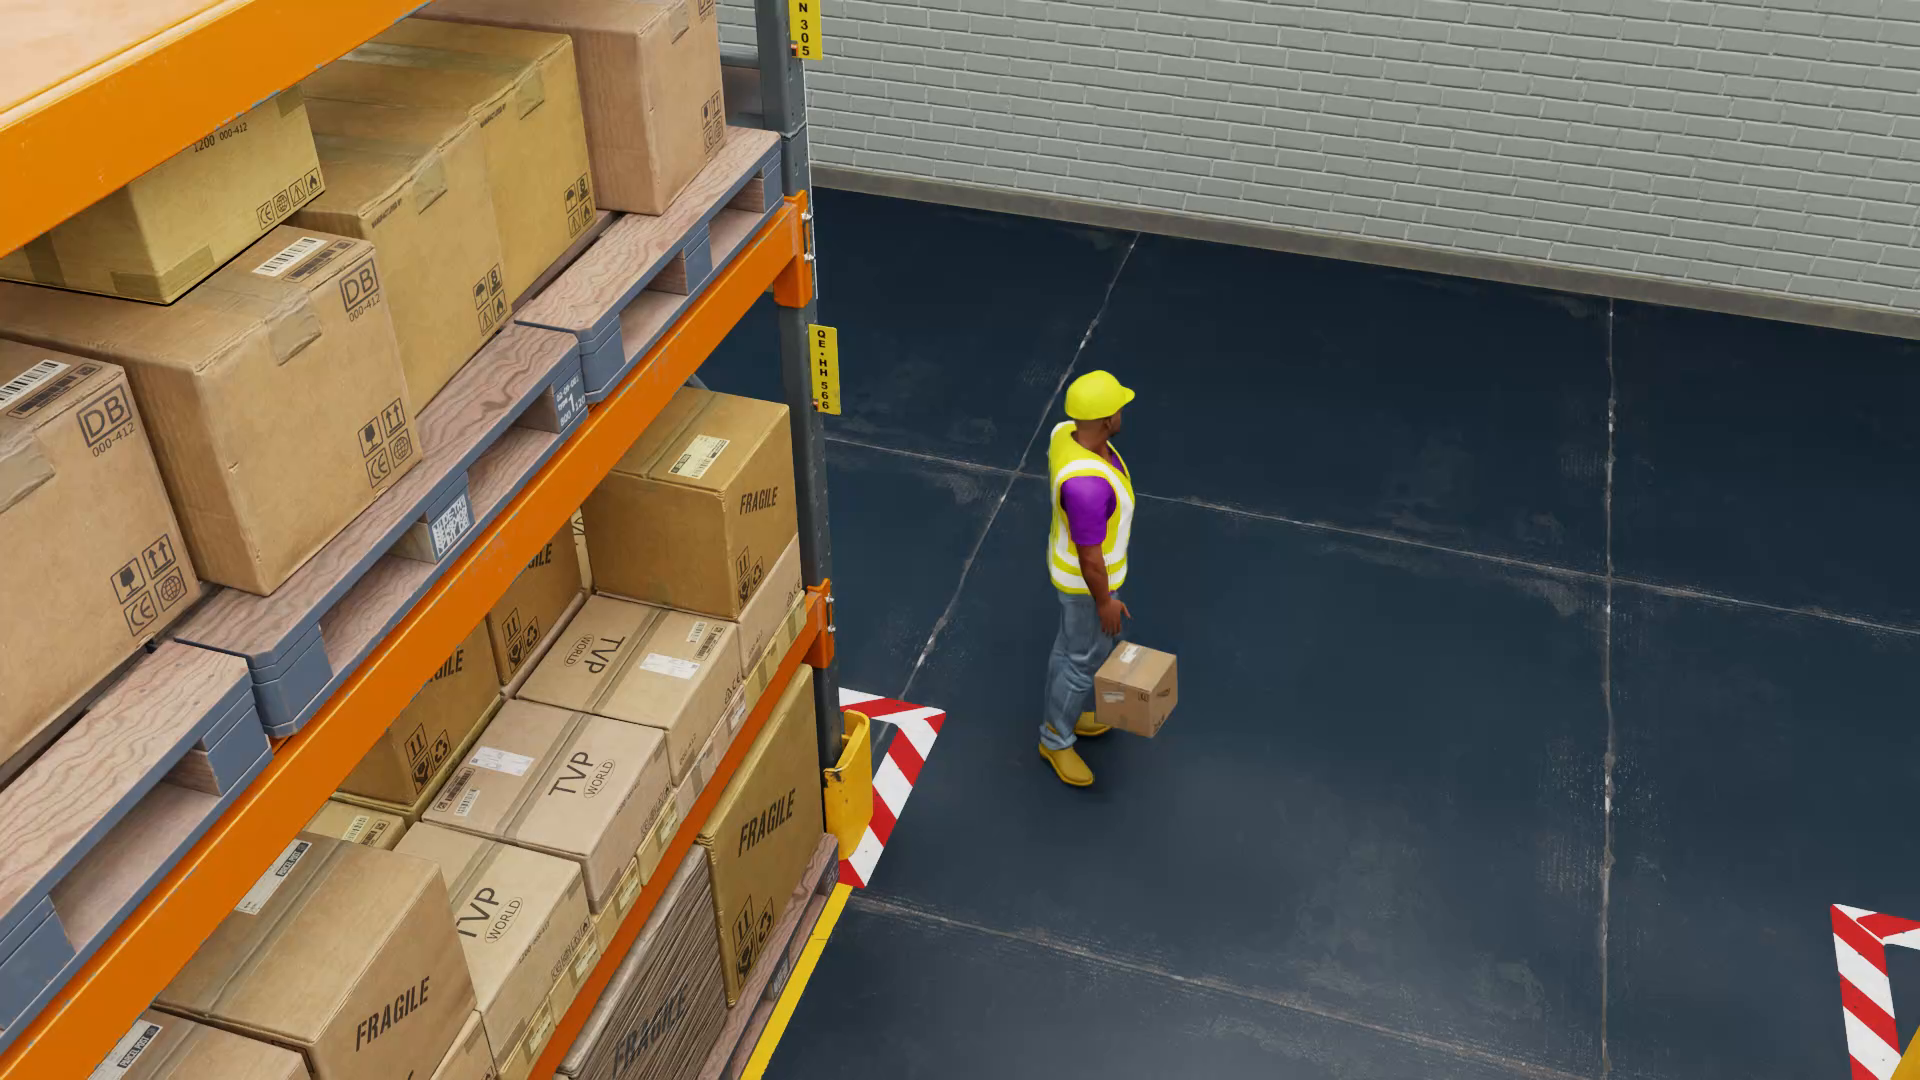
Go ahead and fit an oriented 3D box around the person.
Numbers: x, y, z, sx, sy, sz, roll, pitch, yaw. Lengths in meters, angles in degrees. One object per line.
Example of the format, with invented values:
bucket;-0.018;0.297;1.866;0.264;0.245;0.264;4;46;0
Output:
person;0.505;0.136;6.672;0.346;1.767;0.653;0;37;0
